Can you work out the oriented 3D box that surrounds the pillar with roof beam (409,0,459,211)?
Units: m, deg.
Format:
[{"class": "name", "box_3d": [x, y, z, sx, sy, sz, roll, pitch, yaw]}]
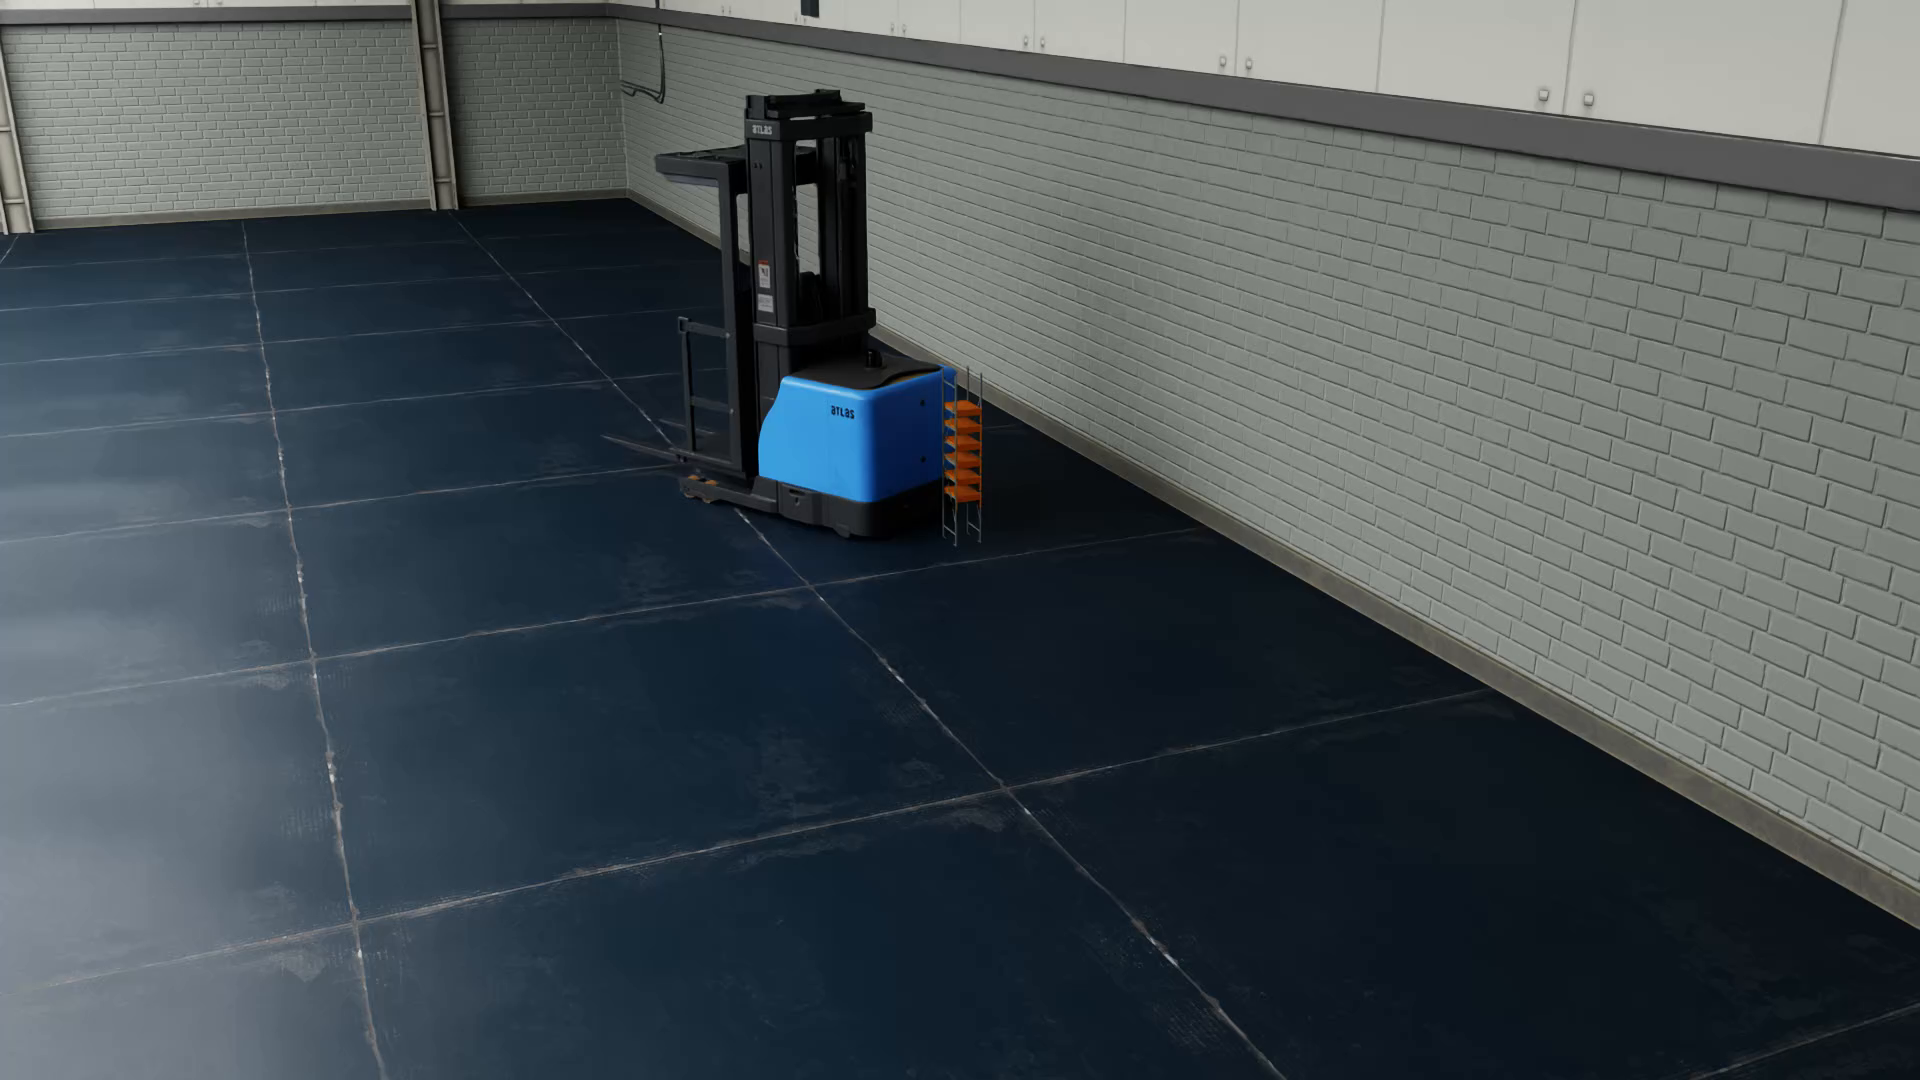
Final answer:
[{"class": "pillar with roof beam", "box_3d": [-6.520, -8.223, 21.326, 0.400, 9.000, 9.100, -8, 21, -22]}]

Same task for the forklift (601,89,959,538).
[{"class": "forklift", "box_3d": [-1.469, -1.775, 12.151, 3.031, 2.935, 1.130, 15, 24, 36]}]

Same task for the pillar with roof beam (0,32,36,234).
[{"class": "pillar with roof beam", "box_3d": [-12.029, -7.434, 19.084, 0.400, 9.000, 9.100, -8, 21, -22]}]

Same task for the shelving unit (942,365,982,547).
[{"class": "shelving unit", "box_3d": [0.013, -0.568, 11.328, 0.189, 1.200, 0.258, -8, 21, -22]}]

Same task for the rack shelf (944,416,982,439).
[{"class": "rack shelf", "box_3d": [0.013, -0.752, 11.263, 0.180, 0.103, 0.258, -8, 21, -22]}]

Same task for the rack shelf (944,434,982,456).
[{"class": "rack shelf", "box_3d": [0.013, -0.639, 11.303, 0.180, 0.103, 0.258, -8, 21, -22]}]

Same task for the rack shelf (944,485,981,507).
[{"class": "rack shelf", "box_3d": [0.013, -0.300, 11.423, 0.180, 0.103, 0.258, -8, 21, -22]}]

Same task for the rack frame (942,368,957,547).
[{"class": "rack frame", "box_3d": [-0.071, -0.556, 11.294, 0.006, 1.200, 0.240, -8, 21, -22]}]

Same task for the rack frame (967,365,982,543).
[{"class": "rack frame", "box_3d": [0.097, -0.580, 11.362, 0.006, 1.200, 0.240, -8, 21, -22]}]

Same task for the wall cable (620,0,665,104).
[{"class": "wall cable", "box_3d": [-4.997, -8.055, 25.526, 0.112, 2.526, 3.097, -8, 21, -22]}]

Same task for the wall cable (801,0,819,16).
[{"class": "wall cable", "box_3d": [-1.251, -8.227, 16.217, 0.169, 6.003, 2.305, -8, 21, -22]}]

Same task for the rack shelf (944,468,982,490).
[{"class": "rack shelf", "box_3d": [0.013, -0.413, 11.383, 0.180, 0.103, 0.258, -8, 21, -22]}]

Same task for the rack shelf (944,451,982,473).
[{"class": "rack shelf", "box_3d": [0.013, -0.526, 11.343, 0.180, 0.103, 0.258, -8, 21, -22]}]

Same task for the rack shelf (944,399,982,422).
[{"class": "rack shelf", "box_3d": [0.013, -0.866, 11.223, 0.180, 0.103, 0.258, -8, 21, -22]}]
